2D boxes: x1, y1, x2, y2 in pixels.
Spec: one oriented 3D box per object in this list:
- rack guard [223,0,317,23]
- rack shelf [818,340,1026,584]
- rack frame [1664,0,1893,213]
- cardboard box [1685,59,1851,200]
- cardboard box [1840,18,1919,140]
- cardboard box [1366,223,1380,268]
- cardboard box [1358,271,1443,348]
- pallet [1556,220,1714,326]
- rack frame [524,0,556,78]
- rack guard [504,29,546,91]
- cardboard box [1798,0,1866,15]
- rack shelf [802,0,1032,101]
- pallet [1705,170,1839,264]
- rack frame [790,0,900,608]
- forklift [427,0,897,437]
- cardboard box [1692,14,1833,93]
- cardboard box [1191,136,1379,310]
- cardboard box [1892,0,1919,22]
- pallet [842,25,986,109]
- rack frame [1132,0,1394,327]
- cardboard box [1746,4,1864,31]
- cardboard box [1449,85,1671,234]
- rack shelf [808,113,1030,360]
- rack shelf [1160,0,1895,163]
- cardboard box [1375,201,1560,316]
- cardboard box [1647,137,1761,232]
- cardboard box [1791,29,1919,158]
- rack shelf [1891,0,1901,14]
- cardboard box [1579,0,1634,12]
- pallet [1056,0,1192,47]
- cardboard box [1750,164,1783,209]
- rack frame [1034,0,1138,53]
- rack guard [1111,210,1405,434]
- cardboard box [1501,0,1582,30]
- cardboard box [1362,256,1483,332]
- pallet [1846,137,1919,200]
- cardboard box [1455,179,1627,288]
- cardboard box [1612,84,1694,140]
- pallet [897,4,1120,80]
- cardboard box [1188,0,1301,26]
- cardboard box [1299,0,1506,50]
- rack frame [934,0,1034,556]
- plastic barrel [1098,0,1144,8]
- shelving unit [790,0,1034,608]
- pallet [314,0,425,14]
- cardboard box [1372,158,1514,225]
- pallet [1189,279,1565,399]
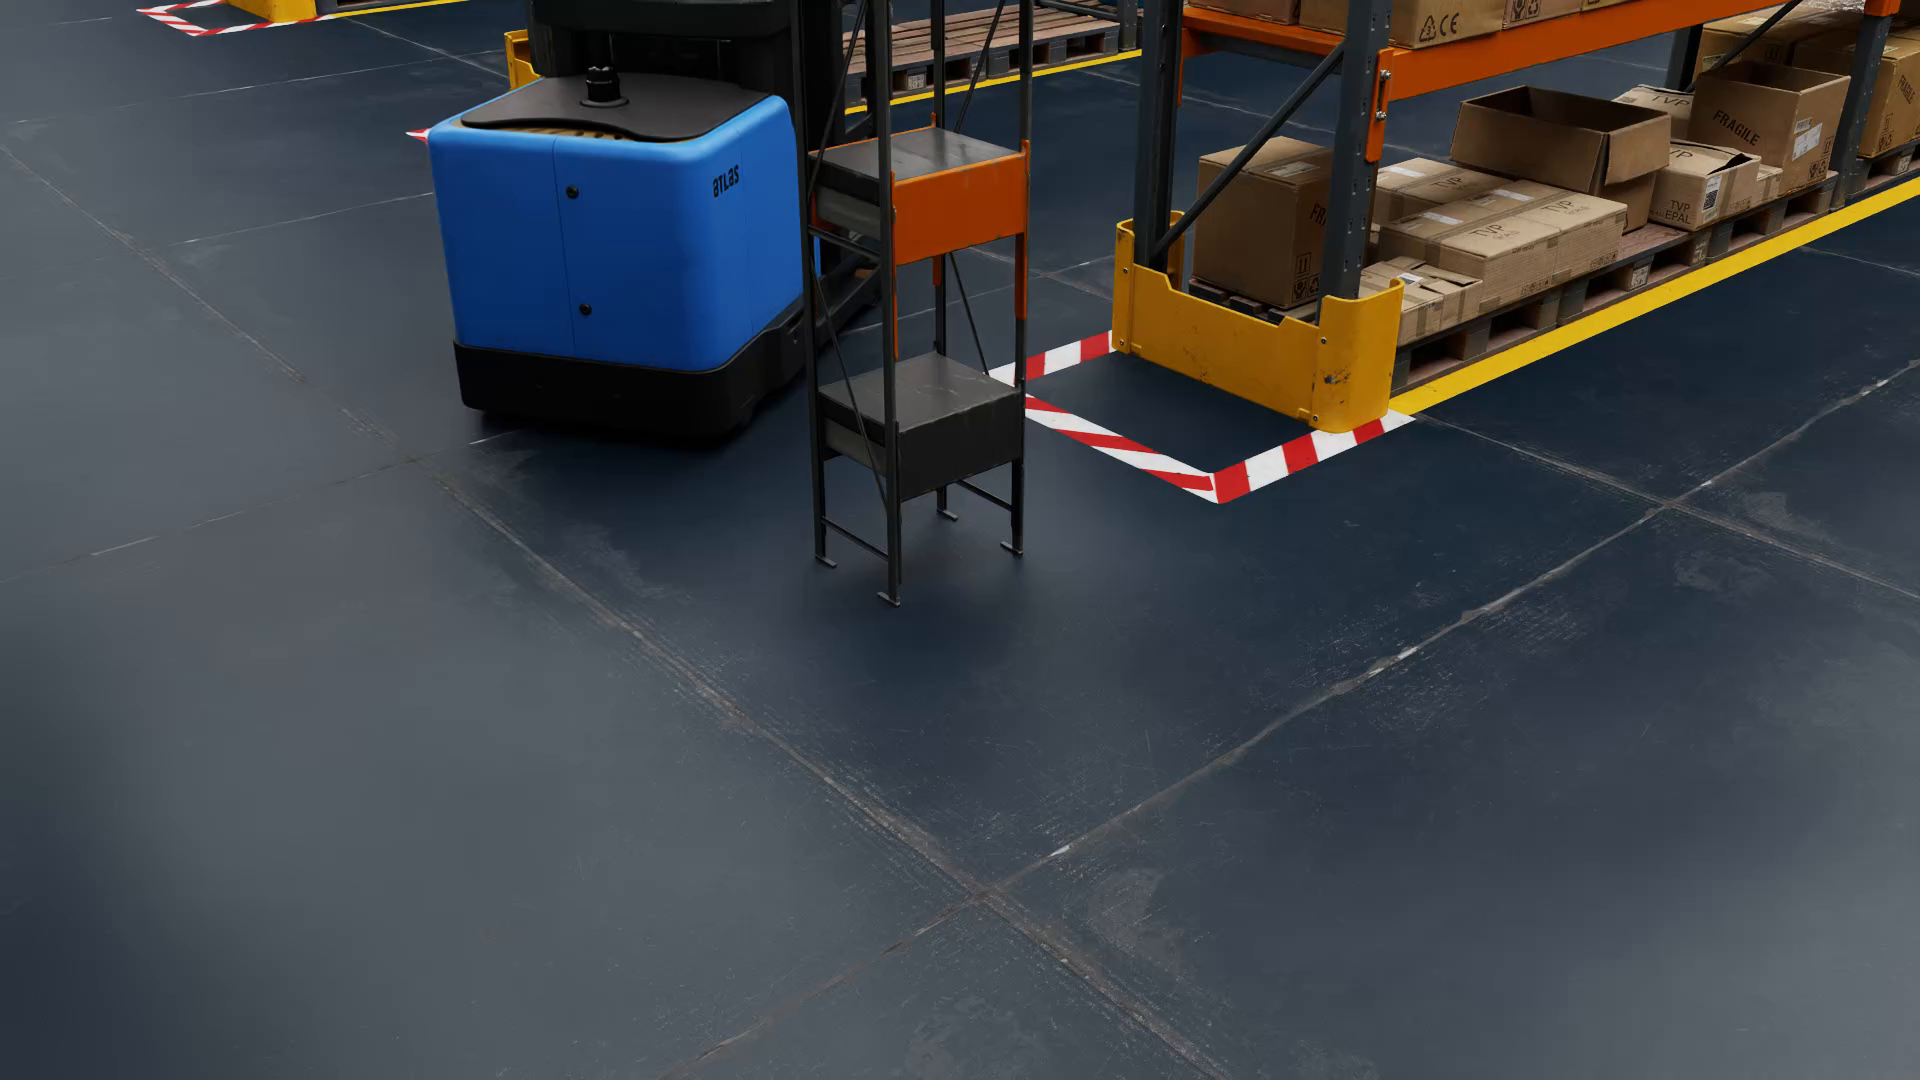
[{"bbox_3d":[-5.408,-4.373,12.903,0.348,0.500,1.175,-22,35,-35],"label":"rack guard"},{"bbox_3d":[-0.126,-0.246,4.997,0.480,0.518,0.431,-22,35,-35],"label":"rack shelf"},{"bbox_3d":[4.080,-3.154,7.969,0.127,3.000,1.000,-22,35,-35],"label":"rack frame"},{"bbox_3d":[3.831,-1.969,7.938,0.500,0.500,0.500,-22,35,-35],"label":"cardboard box"},{"bbox_3d":[5.005,-2.473,8.880,0.500,0.500,0.500,-21,35,-34],"label":"cardboard box"},{"bbox_3d":[1.657,-1.221,6.891,0.250,0.166,0.380,-22,35,-35],"label":"cardboard box"},{"bbox_3d":[1.579,-0.872,6.256,0.250,0.149,0.380,-22,35,-35],"label":"cardboard box"},{"bbox_3d":[2.628,-1.339,7.532,1.213,0.211,1.003,-22,35,-35],"label":"pallet"},{"bbox_3d":[-2.175,-3.707,9.005,0.127,3.000,1.000,-22,35,-35],"label":"rack frame"},{"bbox_3d":[-2.185,-2.593,9.571,0.348,0.500,1.175,-22,35,-35],"label":"rack guard"},{"bbox_3d":[5.033,-2.800,9.493,0.500,0.500,0.500,-21,35,-34],"label":"cardboard box"},{"bbox_3d":[-0.126,-1.481,4.337,0.480,0.518,0.431,-22,35,-35],"label":"rack shelf"},{"bbox_3d":[3.557,-1.714,8.234,1.213,0.211,1.003,-22,35,-35],"label":"pallet"},{"bbox_3d":[-0.312,-0.801,4.521,0.015,2.100,0.400,-22,35,-35],"label":"rack frame"},{"bbox_3d":[-0.908,-2.327,6.495,1.130,2.935,3.031,8,29,14],"label":"forklift"},{"bbox_3d":[4.269,-2.499,8.929,0.500,0.500,0.500,-22,35,-35],"label":"cardboard box"},{"bbox_3d":[1.291,-1.276,6.641,0.500,0.500,0.500,-22,35,-35],"label":"cardboard box"},{"bbox_3d":[5.367,-2.943,8.963,0.500,0.250,0.500,-22,35,-35],"label":"cardboard box"},{"bbox_3d":[-0.595,-3.087,10.803,1.213,0.211,1.003,-22,35,-35],"label":"pallet"},{"bbox_3d":[1.037,-1.930,5.679,0.127,3.000,1.000,-22,35,-35],"label":"rack frame"},{"bbox_3d":[4.651,-2.647,9.206,0.500,0.500,0.500,-22,35,-35],"label":"cardboard box"},{"bbox_3d":[2.654,-1.670,7.375,0.637,0.503,0.797,-22,35,-35],"label":"cardboard box"},{"bbox_3d":[-0.126,-0.863,4.667,0.480,0.518,0.431,-22,35,-35],"label":"rack shelf"},{"bbox_3d":[2.558,-2.225,6.993,4.000,0.370,1.077,-22,35,-35],"label":"rack shelf"},{"bbox_3d":[2.015,-1.129,6.631,0.500,0.250,0.500,-22,35,-35],"label":"cardboard box"},{"bbox_3d":[3.260,-1.656,7.553,0.500,0.311,0.500,-22,35,-35],"label":"cardboard box"},{"bbox_3d":[4.606,-2.306,8.568,0.500,0.500,0.500,-24,36,-37],"label":"cardboard box"},{"bbox_3d":[5.601,-3.448,9.283,4.000,0.370,1.077,-22,35,-35],"label":"rack shelf"},{"bbox_3d":[2.318,-2.328,6.317,0.500,0.500,0.500,-22,35,-35],"label":"cardboard box"},{"bbox_3d":[1.482,-3.922,12.365,1.213,0.211,1.003,-22,35,-35],"label":"pallet"},{"bbox_3d":[3.584,-1.678,7.766,0.250,0.149,0.380,-22,35,-35],"label":"cardboard box"},{"bbox_3d":[0.868,-4.931,11.294,0.127,3.000,1.000,-22,35,-35],"label":"rack frame"},{"bbox_3d":[1.095,-0.851,6.312,0.348,0.500,1.175,-22,35,-35],"label":"rack guard"},{"bbox_3d":[1.935,-2.175,6.031,0.500,0.500,0.500,-22,35,-35],"label":"cardboard box"},{"bbox_3d":[1.769,-0.956,6.395,0.250,0.166,0.380,-22,35,-35],"label":"cardboard box"},{"bbox_3d":[4.674,-2.186,9.117,1.213,0.211,1.003,-22,35,-35],"label":"pallet"},{"bbox_3d":[2.395,-1.282,6.917,0.500,0.250,0.500,-22,35,-35],"label":"cardboard box"},{"bbox_3d":[3.620,-2.111,8.404,0.500,0.311,0.500,-22,35,-35],"label":"cardboard box"},{"bbox_3d":[0.334,-3.462,11.505,1.213,0.211,1.003,-22,35,-35],"label":"pallet"},{"bbox_3d":[1.201,-2.209,6.094,0.500,0.500,0.500,-21,34,-33],"label":"cardboard box"},{"bbox_3d":[1.546,-2.015,5.733,0.500,0.500,0.500,-21,35,-34],"label":"cardboard box"},{"bbox_3d":[0.060,-0.950,4.800,0.015,2.100,0.400,-22,35,-35],"label":"rack frame"},{"bbox_3d":[1.293,-4.351,11.990,0.708,0.901,0.600,-22,35,-35],"label":"plastic barrel"},{"bbox_3d":[-0.126,-0.875,4.660,0.503,2.100,0.431,-22,35,-35],"label":"shelving unit"},{"bbox_3d":[-4.832,-4.526,13.495,1.213,0.211,1.003,-22,35,-35],"label":"pallet"},{"bbox_3d":[2.033,-1.446,7.224,0.500,0.250,0.500,-22,35,-35],"label":"cardboard box"},{"bbox_3d":[1.701,-0.968,6.837,1.213,0.211,1.003,-22,35,-35],"label":"pallet"}]
